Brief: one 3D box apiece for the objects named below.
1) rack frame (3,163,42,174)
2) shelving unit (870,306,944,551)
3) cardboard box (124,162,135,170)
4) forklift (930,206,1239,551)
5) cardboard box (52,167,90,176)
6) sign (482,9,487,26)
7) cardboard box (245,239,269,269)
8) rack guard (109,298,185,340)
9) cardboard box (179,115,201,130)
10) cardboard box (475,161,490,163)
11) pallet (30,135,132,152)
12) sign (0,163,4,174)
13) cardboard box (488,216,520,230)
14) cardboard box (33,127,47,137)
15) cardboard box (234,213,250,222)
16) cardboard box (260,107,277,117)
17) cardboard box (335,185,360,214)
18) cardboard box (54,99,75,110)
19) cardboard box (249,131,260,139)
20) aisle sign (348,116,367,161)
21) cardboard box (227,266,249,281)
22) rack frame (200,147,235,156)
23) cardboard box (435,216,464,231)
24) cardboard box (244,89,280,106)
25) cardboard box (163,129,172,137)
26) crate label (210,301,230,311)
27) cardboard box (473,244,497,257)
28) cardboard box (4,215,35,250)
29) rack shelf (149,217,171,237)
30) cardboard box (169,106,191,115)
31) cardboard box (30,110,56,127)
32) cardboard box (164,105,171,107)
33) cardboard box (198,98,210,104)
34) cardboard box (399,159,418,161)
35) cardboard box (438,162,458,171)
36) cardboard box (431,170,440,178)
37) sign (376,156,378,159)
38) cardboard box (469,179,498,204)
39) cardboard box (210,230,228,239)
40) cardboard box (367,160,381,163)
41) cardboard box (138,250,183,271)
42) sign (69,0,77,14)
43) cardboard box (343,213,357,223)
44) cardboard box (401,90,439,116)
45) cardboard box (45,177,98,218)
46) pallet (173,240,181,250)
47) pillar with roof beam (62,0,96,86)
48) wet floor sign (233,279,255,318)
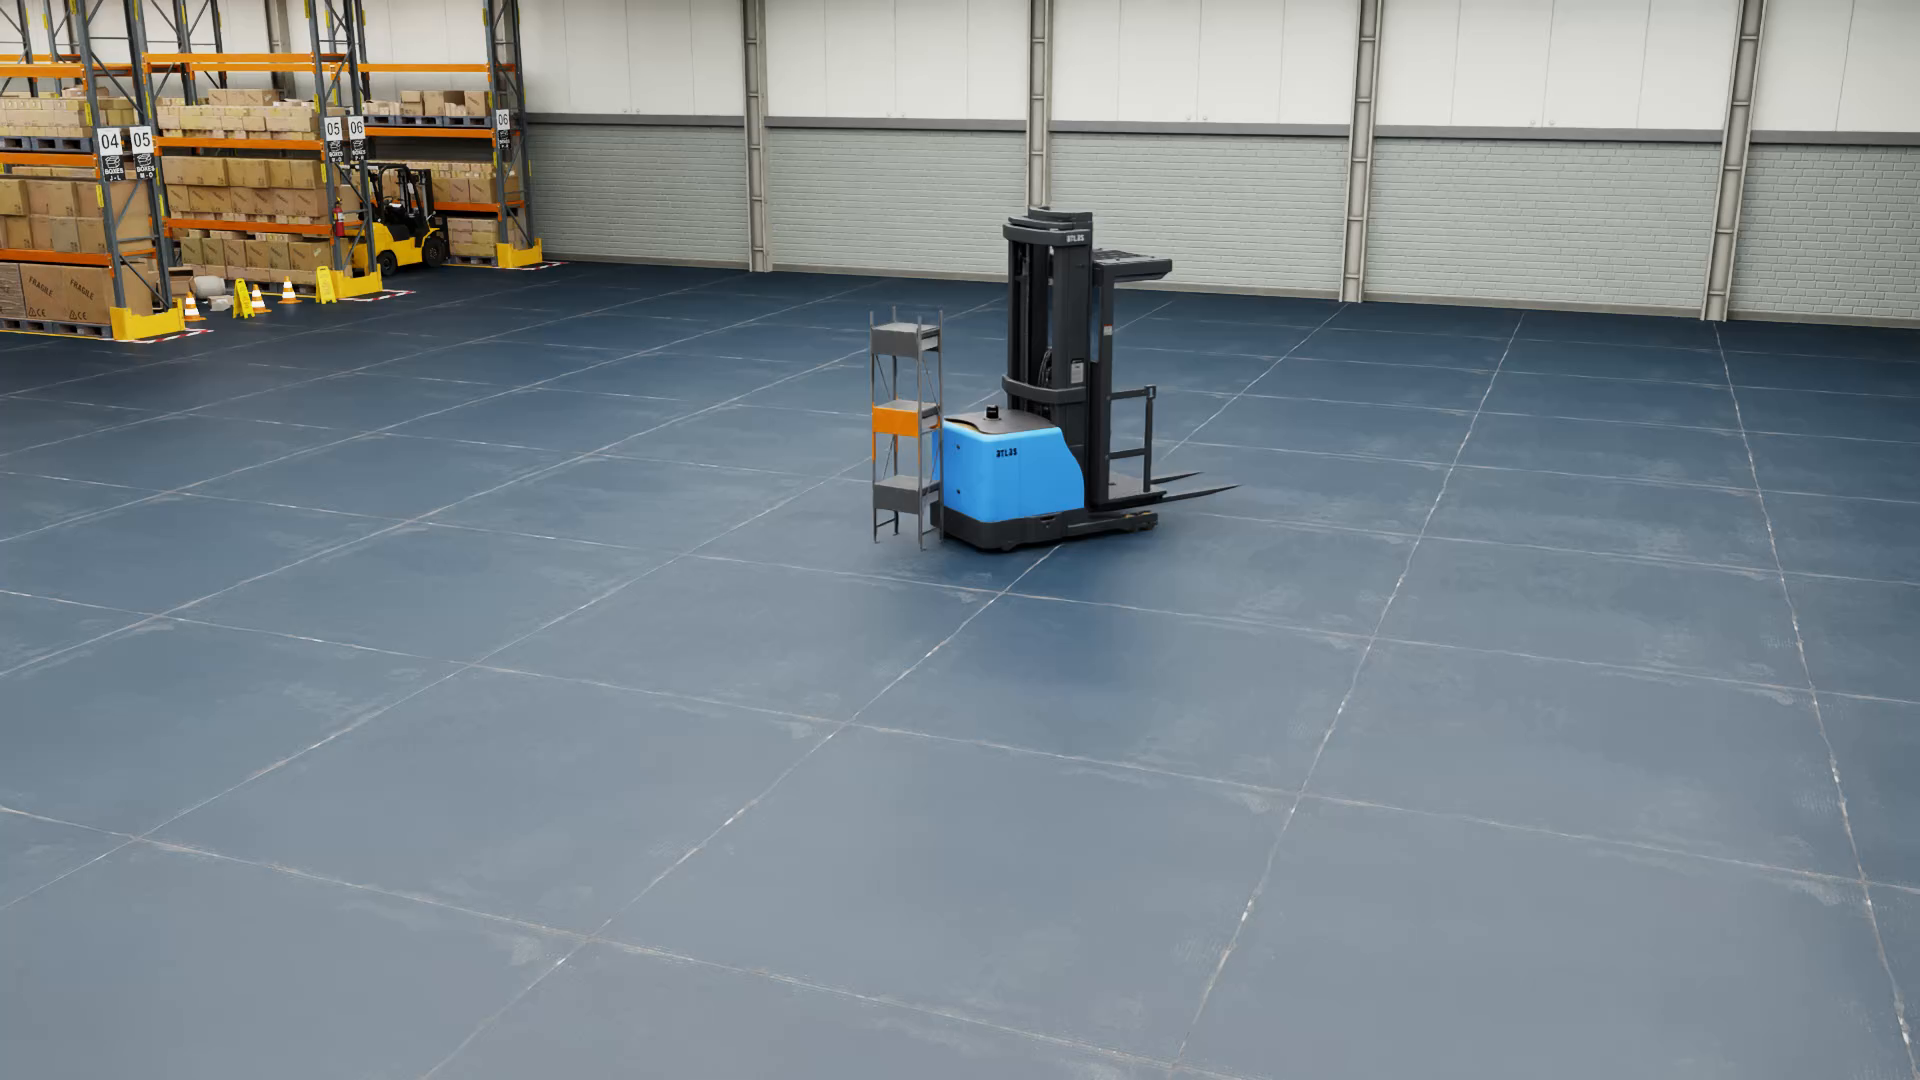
[{"bbox_3d":[-18.618,-6.825,33.304,0.127,3.000,1.000,6,17,21],"label":"rack frame"},{"bbox_3d":[-0.468,-0.989,14.815,0.503,2.100,0.431,9,19,29],"label":"shelving unit"},{"bbox_3d":[-16.055,-7.176,31.882,0.250,0.149,0.380,6,17,19],"label":"cardboard box"},{"bbox_3d":[1.252,-1.591,15.397,3.031,2.935,1.130,-9,19,-29],"label":"forklift"},{"bbox_3d":[-17.300,-7.008,32.466,0.500,0.500,0.500,7,17,22],"label":"cardboard box"},{"bbox_3d":[-9.570,-10.523,33.463,0.005,0.325,0.100,6,17,21],"label":"sign"},{"bbox_3d":[-12.970,-5.369,31.119,0.500,0.500,0.500,6,17,19],"label":"cardboard box"},{"bbox_3d":[-12.876,-3.510,26.367,0.348,0.500,1.175,6,17,21],"label":"rack guard"},{"bbox_3d":[-14.105,-7.761,30.883,0.500,0.250,0.500,6,17,20],"label":"cardboard box"},{"bbox_3d":[-10.074,-7.946,35.287,0.250,0.149,0.380,7,17,22],"label":"cardboard box"},{"bbox_3d":[-13.592,-6.184,25.873,1.213,0.211,1.003,6,17,21],"label":"pallet"},{"bbox_3d":[-18.818,-7.237,32.645,0.005,0.325,0.100,6,17,21],"label":"sign"},{"bbox_3d":[-9.736,-6.754,35.444,0.500,0.250,0.500,6,17,20],"label":"cardboard box"},{"bbox_3d":[-14.040,-6.307,25.655,0.250,0.149,0.380,6,17,21],"label":"cardboard box"},{"bbox_3d":[-13.290,-6.028,31.009,0.250,0.149,0.380,6,17,20],"label":"cardboard box"},{"bbox_3d":[-12.511,-7.792,30.273,0.250,0.149,0.380,6,17,21],"label":"cardboard box"},{"bbox_3d":[-11.515,-6.318,30.844,0.500,0.500,0.500,6,17,20],"label":"cardboard box"},{"bbox_3d":[-13.568,-6.638,25.365,0.250,0.149,0.380,6,17,21],"label":"cardboard box"},{"bbox_3d":[-12.791,-7.429,30.454,0.250,0.149,0.380,6,17,19],"label":"cardboard box"},{"bbox_3d":[-11.004,-7.329,30.378,0.004,0.787,0.394,6,17,21],"label":"aisle sign"},{"bbox_3d":[-13.452,-5.062,31.407,0.500,0.250,0.500,6,17,20],"label":"cardboard box"},{"bbox_3d":[-16.800,-8.113,37.740,0.127,3.000,1.000,6,17,21],"label":"rack frame"},{"bbox_3d":[-10.851,-6.722,35.333,0.500,0.250,0.500,7,17,21],"label":"cardboard box"},{"bbox_3d":[-15.269,-9.610,36.403,0.500,0.500,0.500,7,17,22],"label":"cardboard box"},{"bbox_3d":[-14.695,-7.640,31.179,0.250,0.149,0.380,6,17,20],"label":"cardboard box"},{"bbox_3d":[-12.894,-4.083,28.993,0.298,0.136,0.250,-2,16,-8],"label":"crate label"},{"bbox_3d":[-9.911,-6.142,35.129,0.500,0.250,0.500,6,17,21],"label":"cardboard box"},{"bbox_3d":[-14.763,-4.995,26.730,0.500,0.550,0.875,6,17,21],"label":"cardboard box"},{"bbox_3d":[-16.757,-6.275,32.699,4.000,0.370,1.077,6,17,21],"label":"rack shelf"},{"bbox_3d":[-14.471,-7.983,30.932,0.250,0.149,0.380,7,18,22],"label":"cardboard box"},{"bbox_3d":[-13.921,-6.503,25.616,0.500,0.250,0.500,6,17,21],"label":"cardboard box"},{"bbox_3d":[-17.687,-9.712,37.421,0.250,0.149,0.380,7,17,22],"label":"cardboard box"},{"bbox_3d":[-17.041,-9.925,37.622,0.250,0.149,0.380,6,17,19],"label":"cardboard box"},{"bbox_3d":[-11.946,-8.183,36.103,0.250,0.149,0.380,6,17,20],"label":"cardboard box"},{"bbox_3d":[-10.750,-7.859,34.987,0.250,0.149,0.380,7,18,22],"label":"cardboard box"},{"bbox_3d":[-10.986,-7.742,35.118,0.250,0.149,0.380,6,17,21],"label":"cardboard box"},{"bbox_3d":[-12.877,-8.302,36.695,0.005,0.325,0.100,6,17,21],"label":"sign"},{"bbox_3d":[-9.912,-7.325,34.845,0.500,0.500,0.500,6,17,19],"label":"cardboard box"},{"bbox_3d":[-13.874,-5.758,31.298,0.250,0.149,0.380,7,18,23],"label":"cardboard box"},{"bbox_3d":[-12.608,-8.098,35.811,0.250,0.149,0.380,7,17,21],"label":"cardboard box"},{"bbox_3d":[-15.386,-5.409,32.385,0.625,0.372,0.950,7,17,21],"label":"cardboard box"},{"bbox_3d":[-13.110,-7.941,24.570,0.005,0.325,0.100,6,17,21],"label":"sign"},{"bbox_3d":[-11.416,-5.975,30.825,0.250,0.149,0.380,6,17,21],"label":"cardboard box"},{"bbox_3d":[-11.305,-9.217,35.044,0.637,0.503,0.797,7,18,22],"label":"cardboard box"},{"bbox_3d":[-13.774,-5.384,26.132,0.550,0.550,0.875,6,17,21],"label":"cardboard box"},{"bbox_3d":[-17.481,-6.860,38.425,1.213,0.211,1.003,6,17,21],"label":"pallet"},{"bbox_3d":[-22.418,-10.592,35.517,0.400,9.000,9.100,6,17,21],"label":"pillar with roof beam"},{"bbox_3d":[-12.145,-4.093,28.114,0.232,0.644,0.267,3,17,11],"label":"wet floor sign"}]
